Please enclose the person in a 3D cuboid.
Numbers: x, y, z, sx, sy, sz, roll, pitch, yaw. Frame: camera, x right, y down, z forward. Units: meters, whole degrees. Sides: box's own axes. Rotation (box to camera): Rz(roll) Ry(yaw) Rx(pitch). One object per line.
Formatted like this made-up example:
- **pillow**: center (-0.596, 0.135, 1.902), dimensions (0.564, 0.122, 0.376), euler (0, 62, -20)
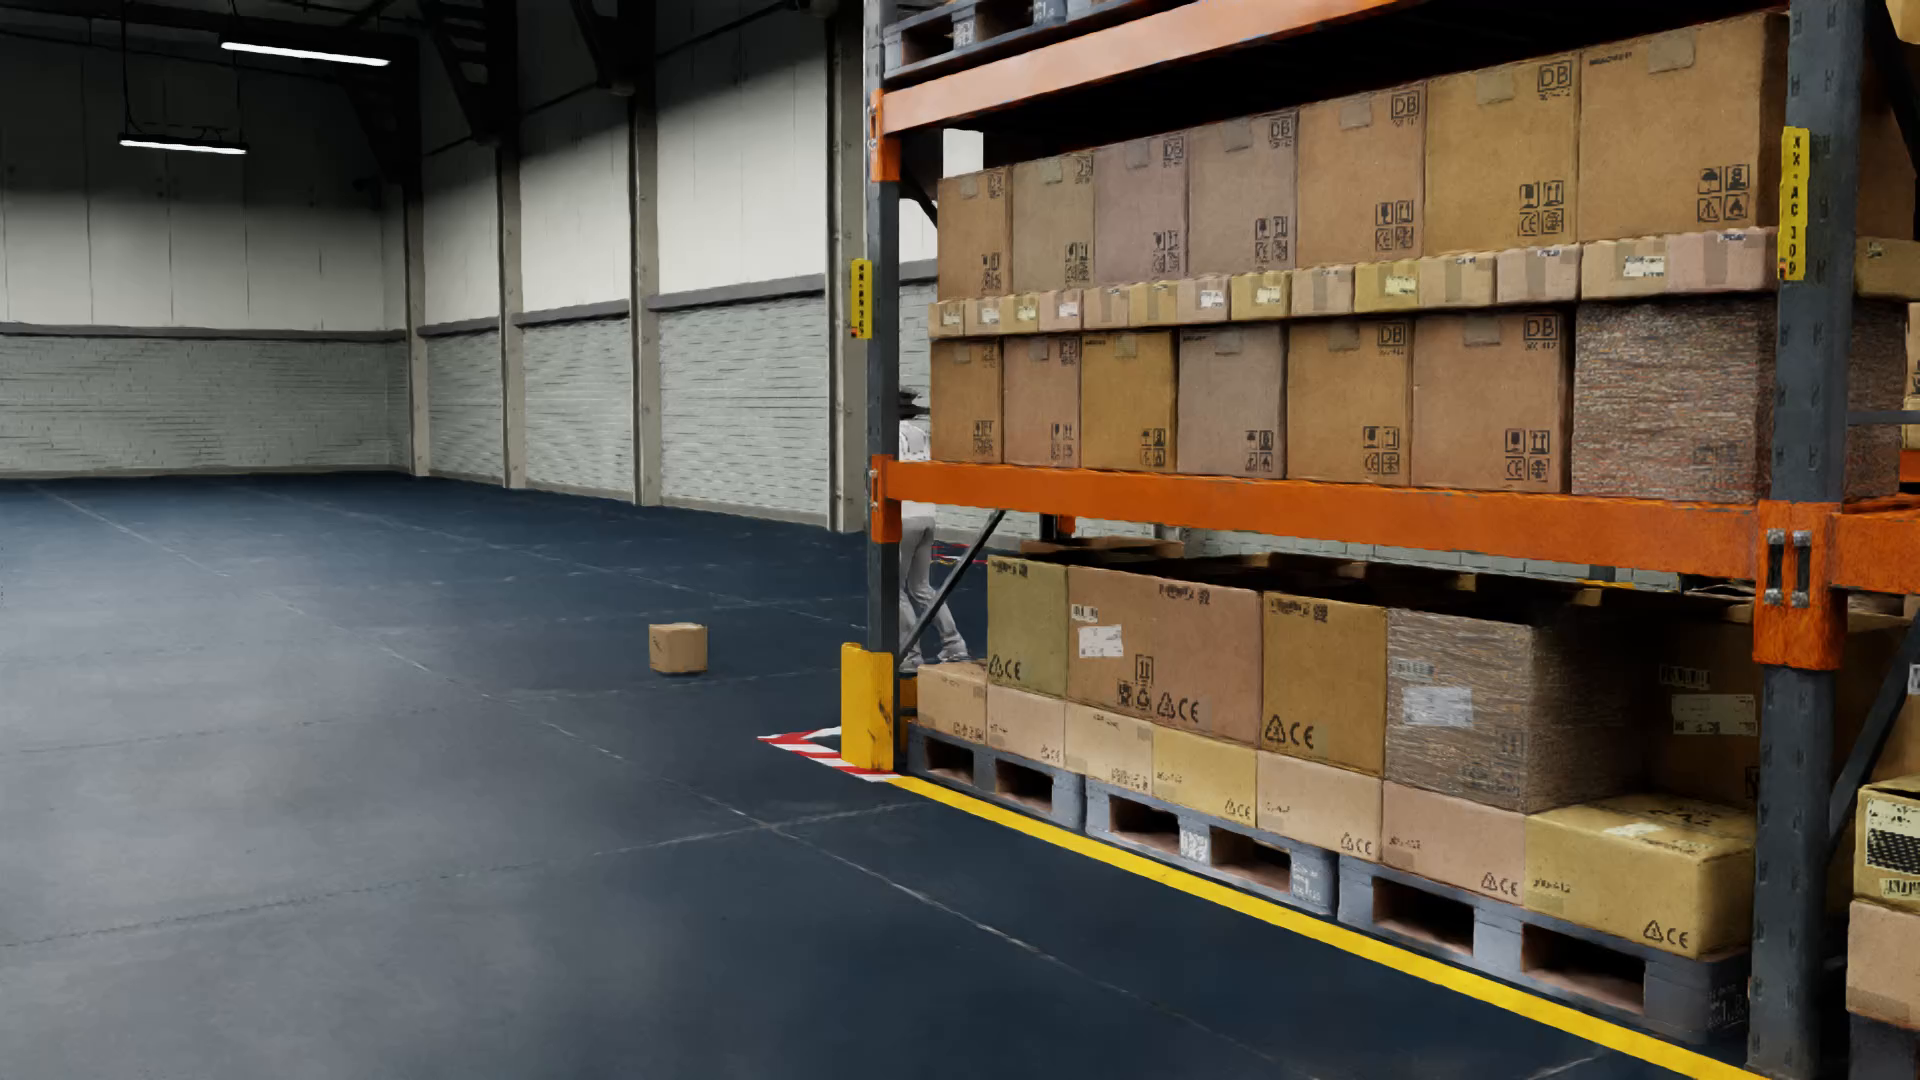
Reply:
- **person**: center (-0.235, -0.067, 9.385), dimensions (0.526, 1.670, 0.534), euler (2, 5, 26)
